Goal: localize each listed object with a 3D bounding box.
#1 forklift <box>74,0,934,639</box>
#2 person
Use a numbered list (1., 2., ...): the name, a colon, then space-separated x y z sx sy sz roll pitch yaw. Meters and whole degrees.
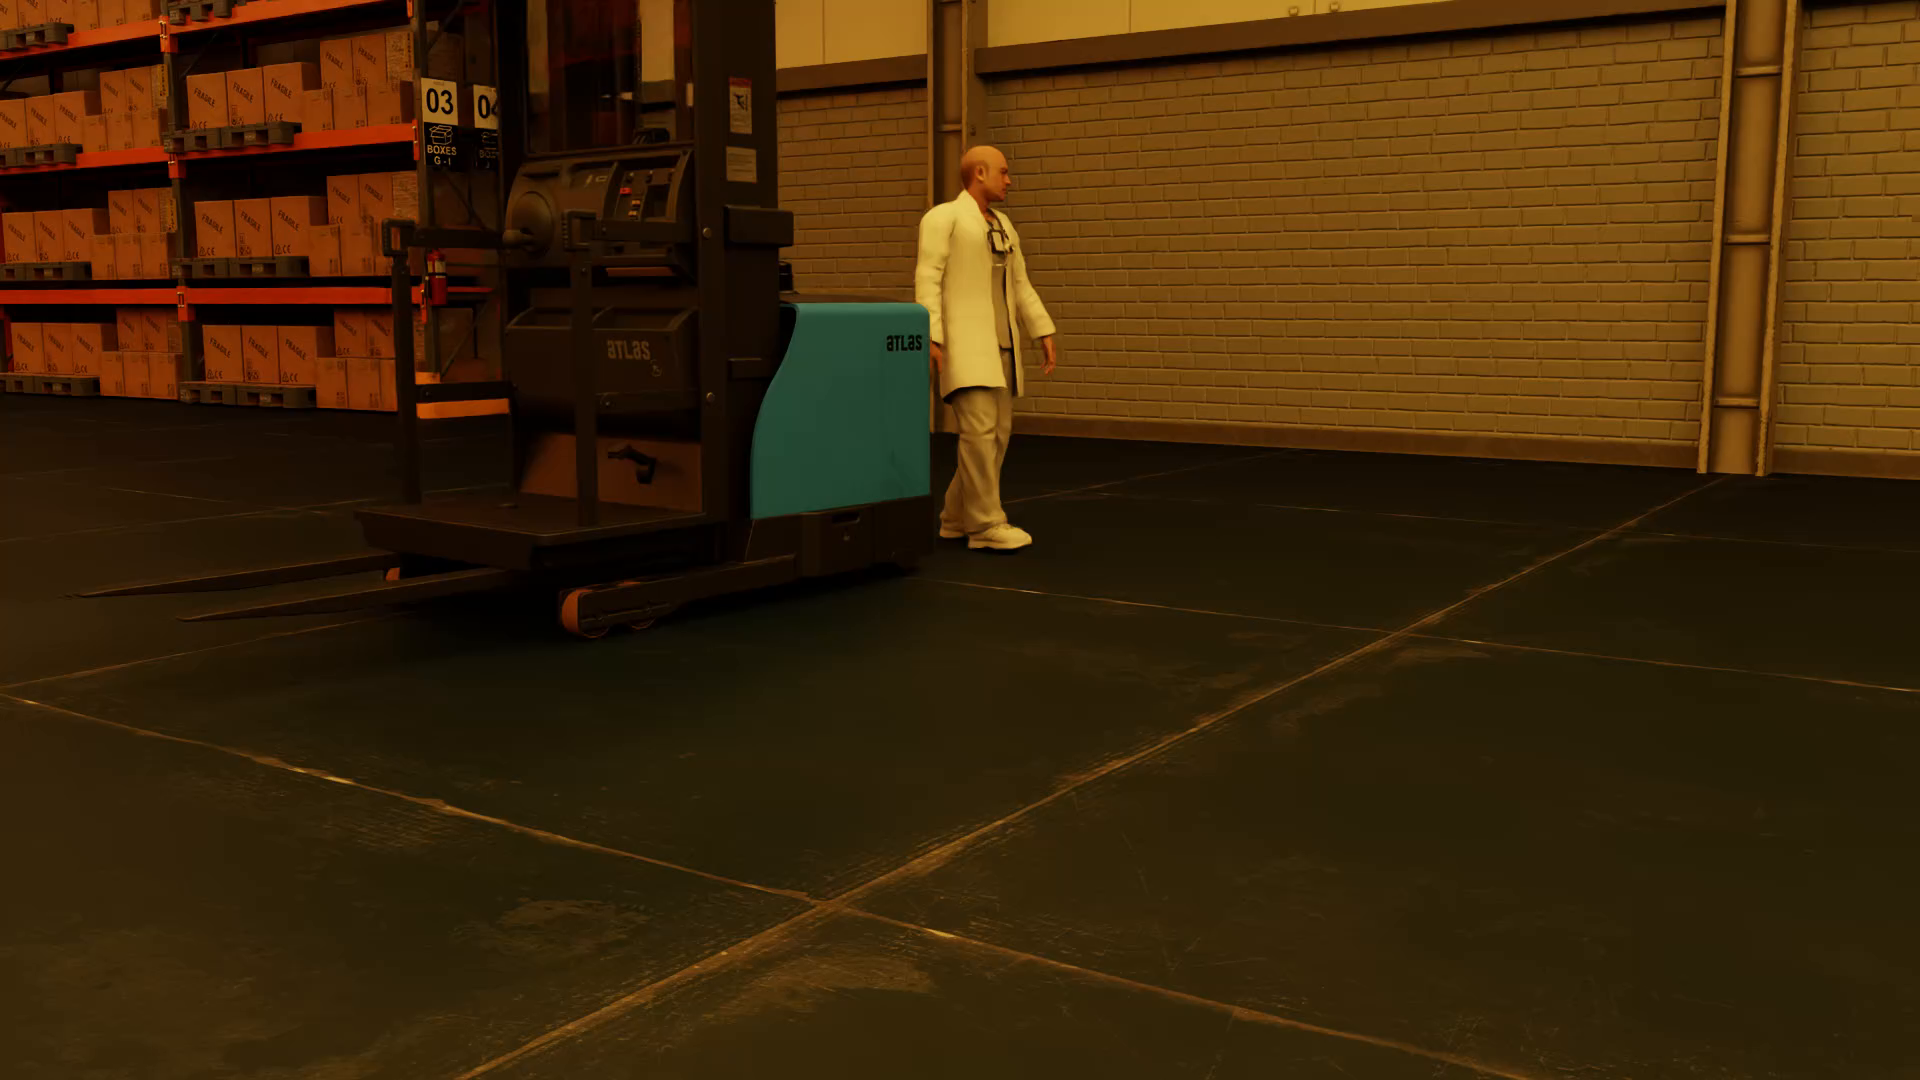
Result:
1. forklift: -1.416 -1.210 5.705 1.130 2.935 3.031 6 10 38
2. person: 0.176 -0.855 7.375 0.657 1.764 0.752 6 10 37
